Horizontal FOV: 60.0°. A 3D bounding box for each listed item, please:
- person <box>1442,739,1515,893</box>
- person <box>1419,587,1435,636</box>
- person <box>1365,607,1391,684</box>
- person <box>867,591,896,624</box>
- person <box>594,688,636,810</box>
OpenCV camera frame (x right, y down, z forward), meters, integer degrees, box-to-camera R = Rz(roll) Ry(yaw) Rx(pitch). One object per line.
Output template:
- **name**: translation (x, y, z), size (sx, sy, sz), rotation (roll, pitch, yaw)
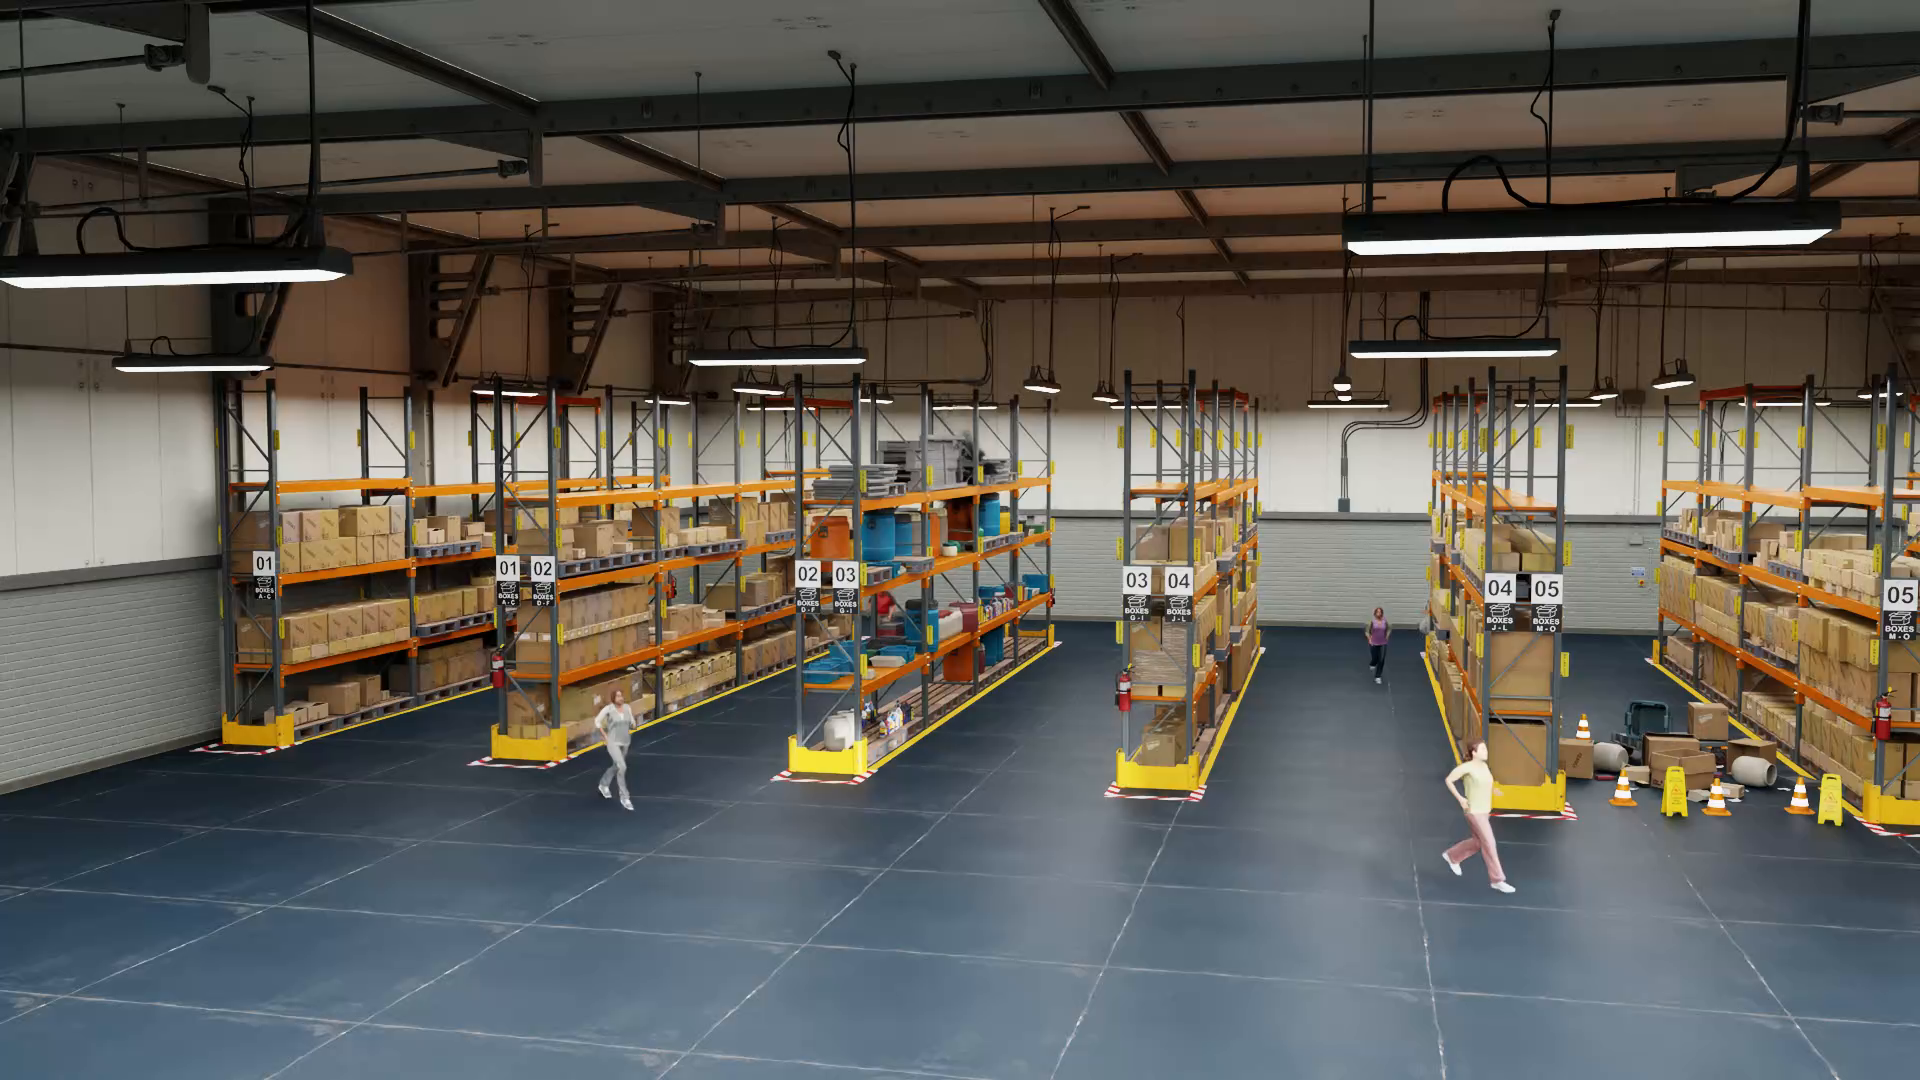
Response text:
- **person**: translation (5.791, 3.039, 18.584), size (0.597, 1.638, 0.977), rotation (-3, 5, -42)
- **person**: translation (11.211, 1.841, 39.503), size (0.531, 1.590, 0.743), rotation (0, 3, 6)
- **person**: translation (8.659, 2.165, 34.435), size (0.536, 1.564, 0.618), rotation (0, 3, 3)
- **person**: translation (-1.824, 1.851, 38.628), size (0.658, 1.705, 0.619), rotation (0, 3, 2)
- **person**: translation (-4.702, 2.842, 22.836), size (0.810, 1.600, 0.520), rotation (3, 5, 43)
